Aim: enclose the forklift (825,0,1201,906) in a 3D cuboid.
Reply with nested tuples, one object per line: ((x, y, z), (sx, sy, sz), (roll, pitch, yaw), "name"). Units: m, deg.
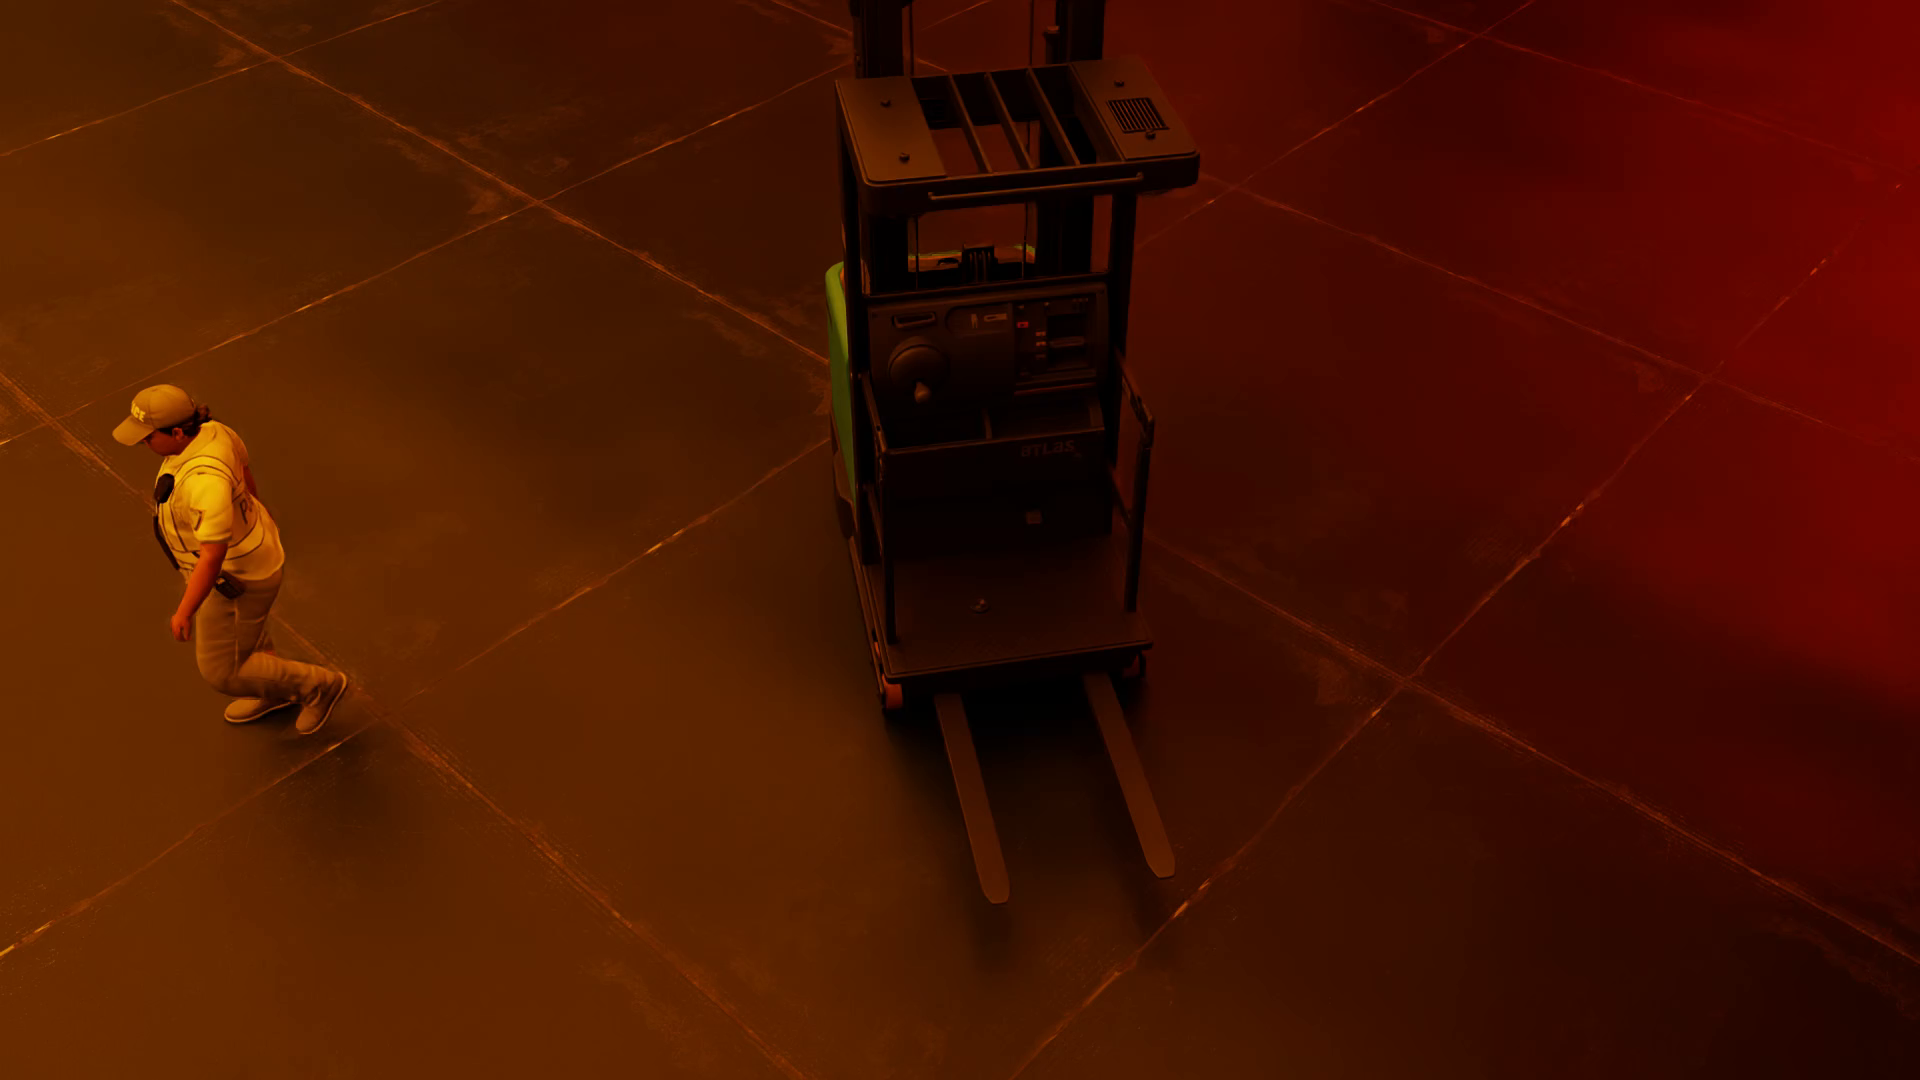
((0.157, -0.670, 6.209), (1.130, 2.935, 3.031), (-7, 41, -8), "forklift")

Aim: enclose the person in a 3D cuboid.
((-2.747, 0.095, 6.311), (0.511, 1.647, 0.689), (-17, 43, -18), "person")
